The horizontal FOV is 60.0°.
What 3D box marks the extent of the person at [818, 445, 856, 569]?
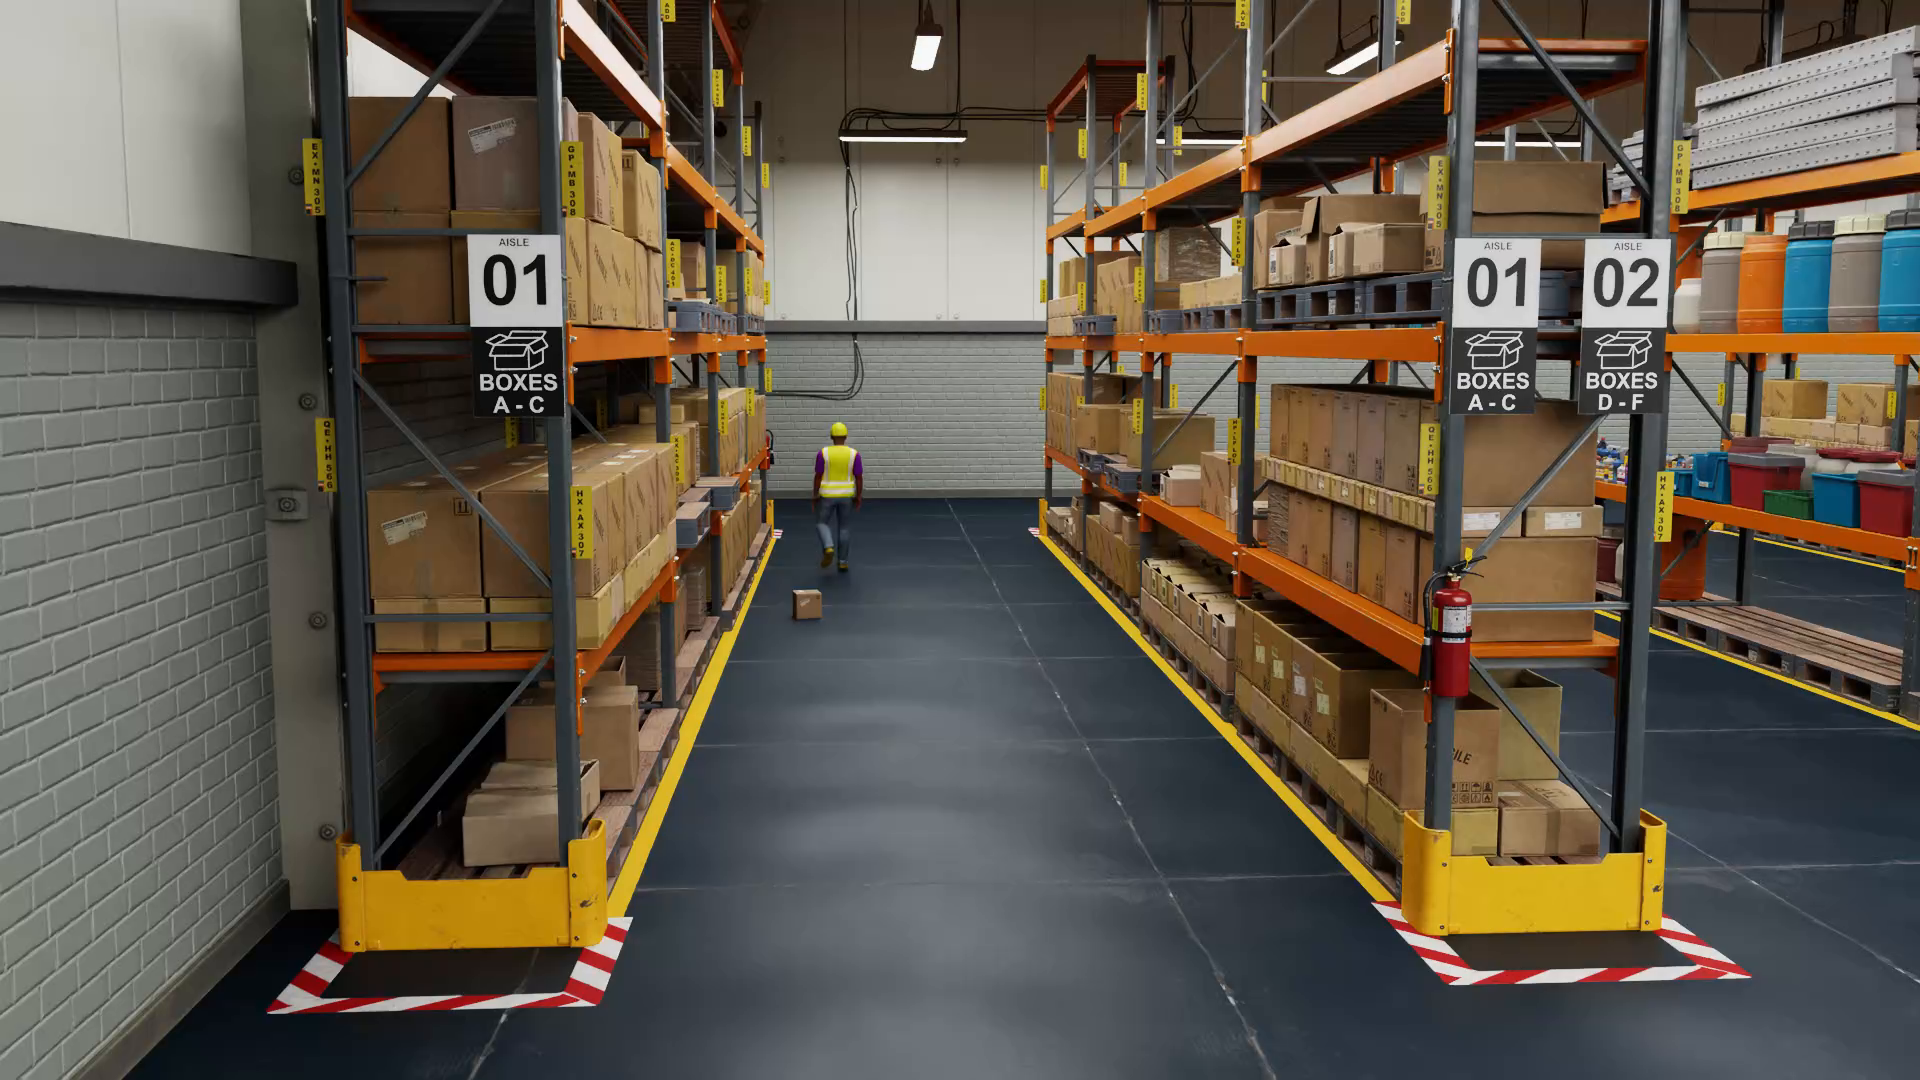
[{"bbox_3d":[7.848,-0.567,14.244,16.315,3.168,15.423,-1,7,-12],"label":"person"}]
